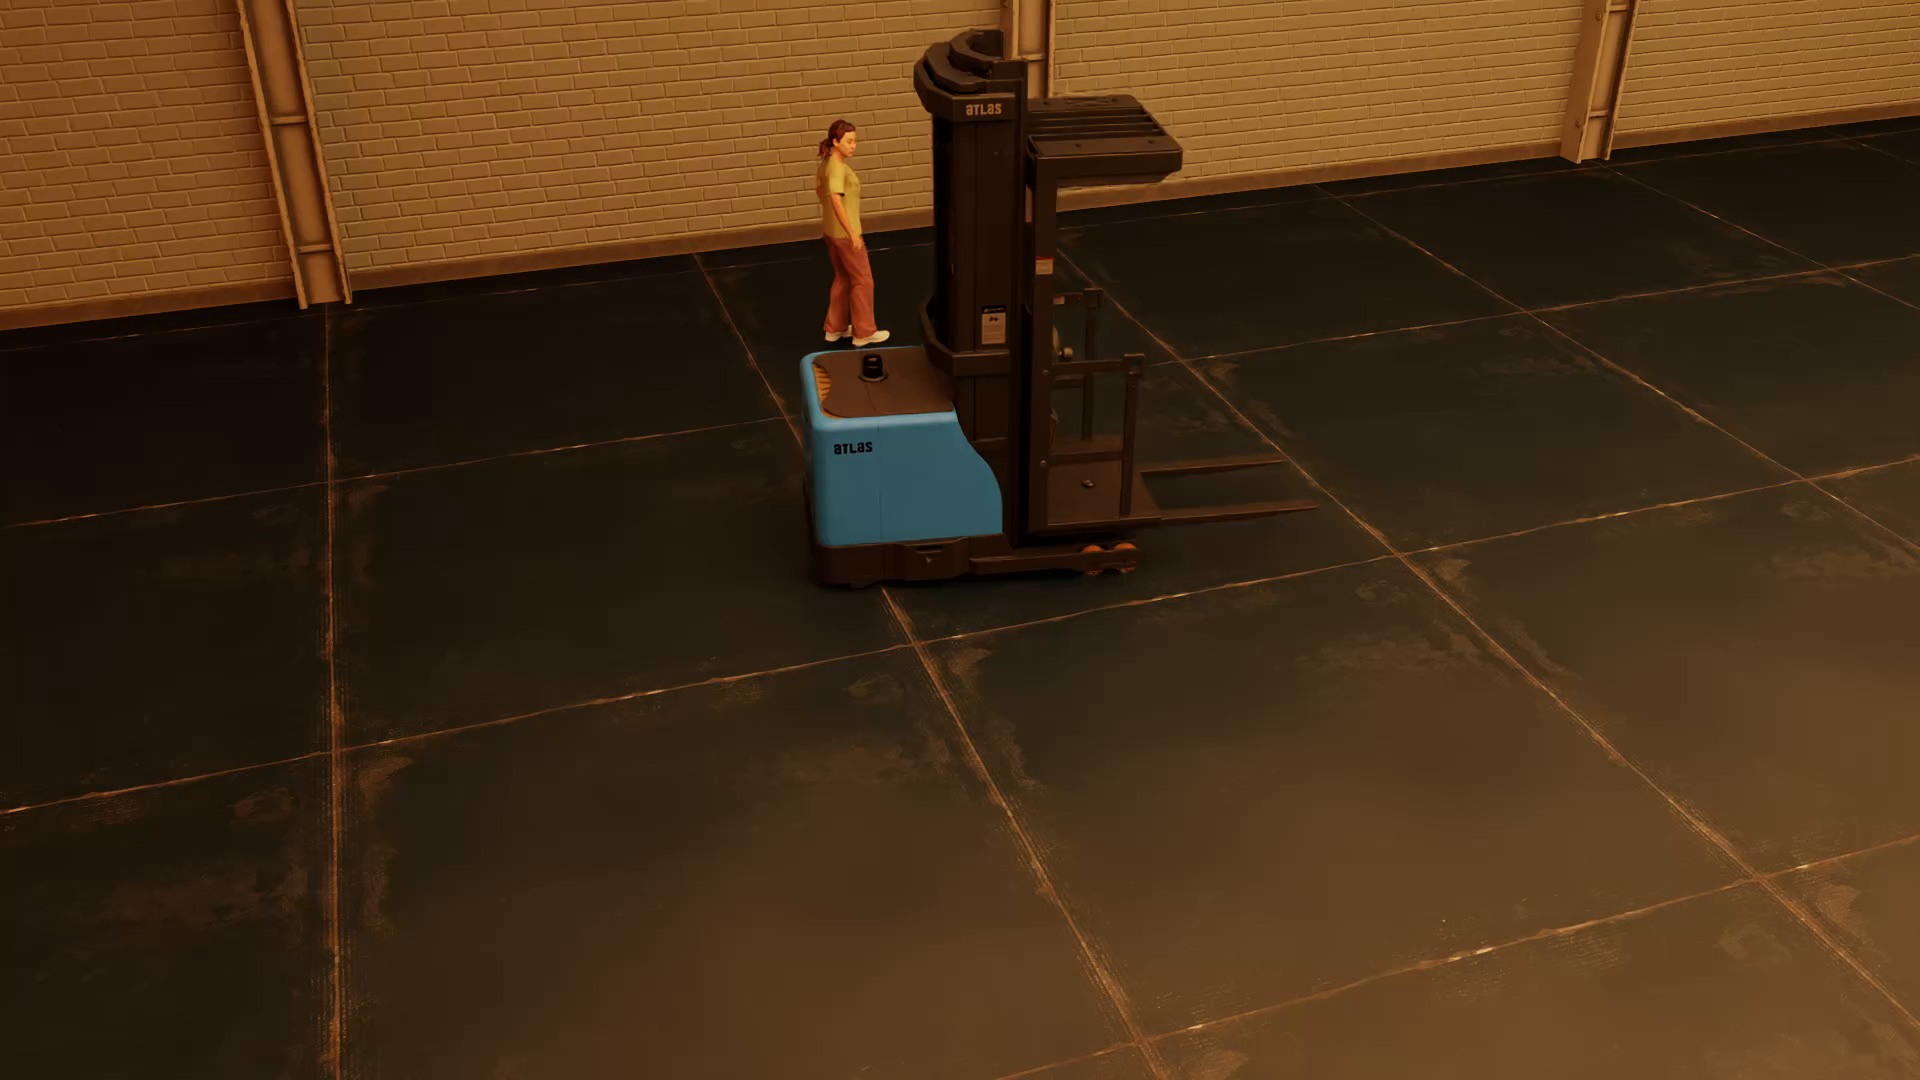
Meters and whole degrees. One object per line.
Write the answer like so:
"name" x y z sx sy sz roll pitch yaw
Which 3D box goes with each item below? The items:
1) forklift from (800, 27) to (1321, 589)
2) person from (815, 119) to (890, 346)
"forklift" 0.608 -1.327 9.393 3.031 2.935 1.130 -5 30 -8
"person" -0.804 -2.270 12.308 0.468 1.661 0.651 -13 32 -21
